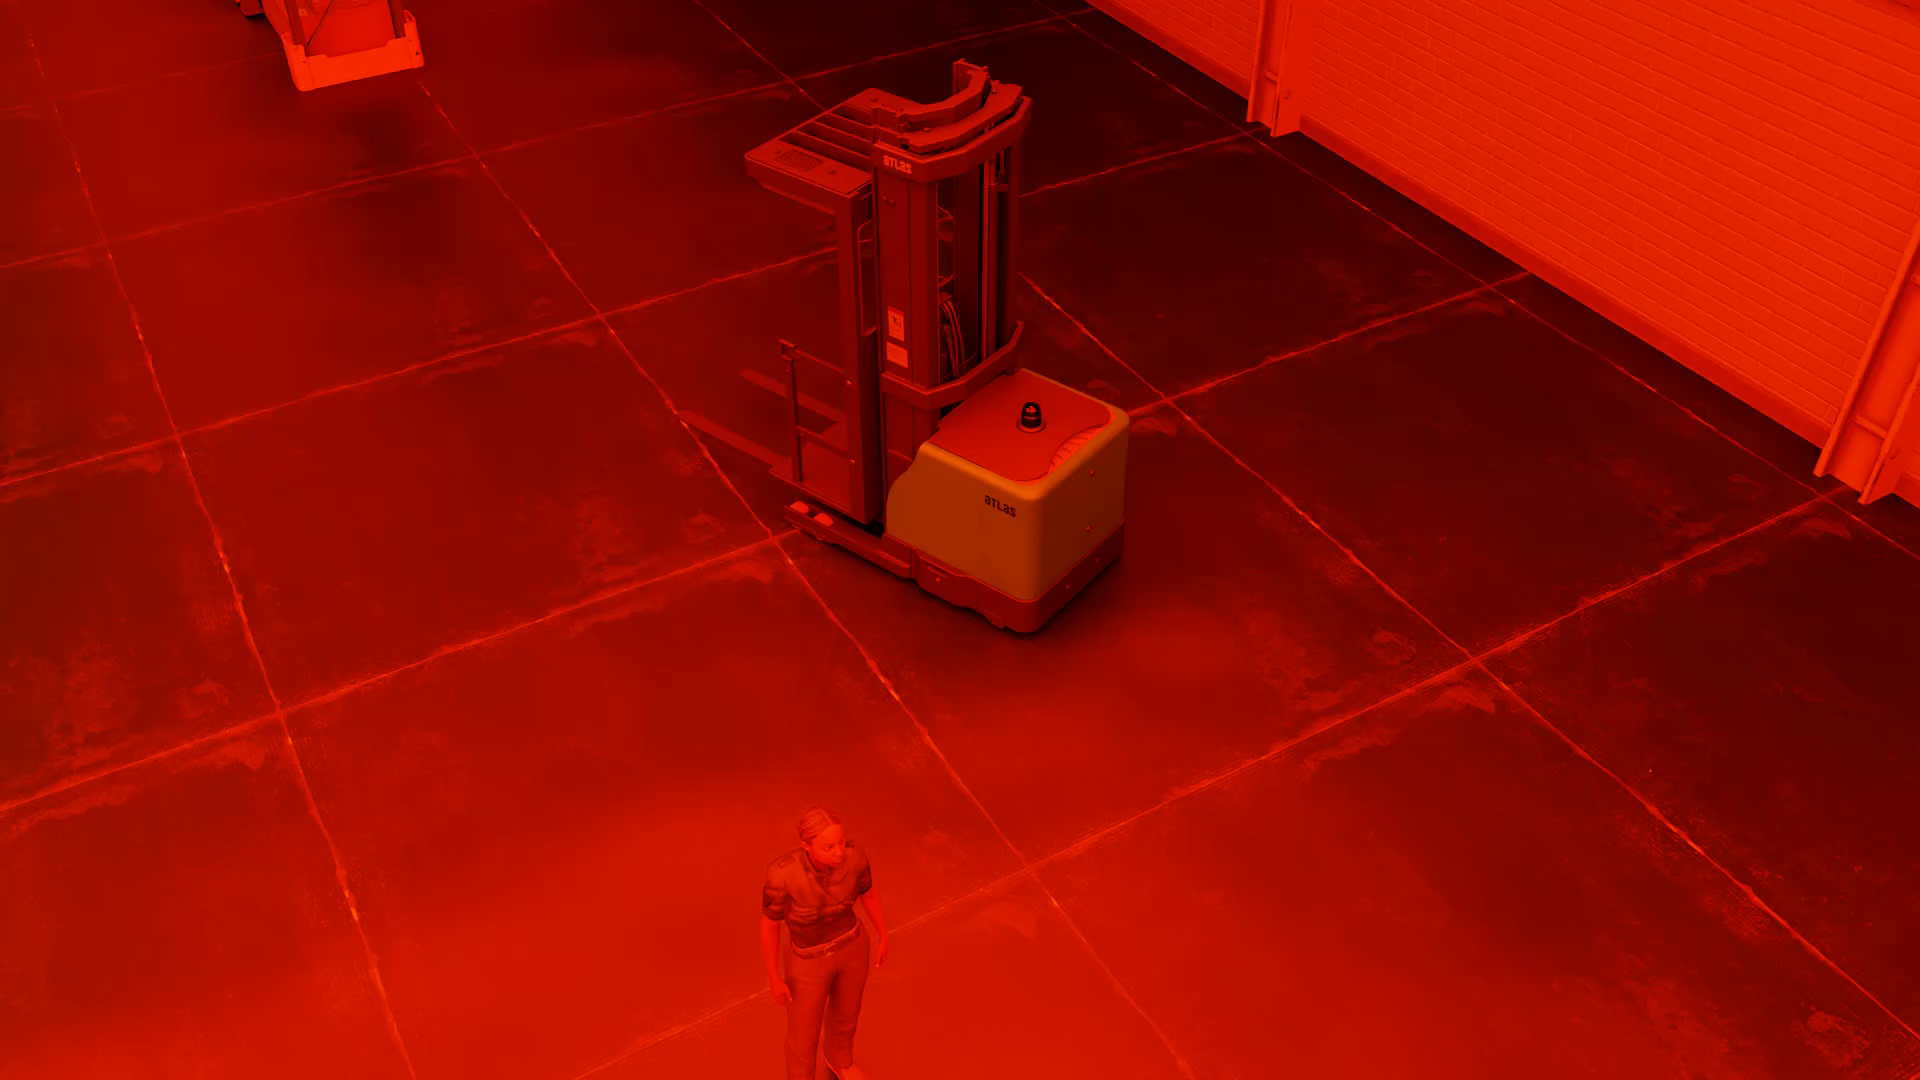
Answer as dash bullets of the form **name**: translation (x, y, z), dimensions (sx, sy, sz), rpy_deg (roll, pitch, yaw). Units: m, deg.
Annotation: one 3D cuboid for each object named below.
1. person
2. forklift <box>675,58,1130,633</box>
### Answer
- **person**: translation (-0.532, 1.780, 6.878), dimensions (0.569, 1.654, 0.504), rpy_deg (-19, 43, -21)
- **forklift**: translation (-0.481, -1.366, 9.683), dimensions (3.031, 2.935, 1.130), rpy_deg (26, 46, 28)
